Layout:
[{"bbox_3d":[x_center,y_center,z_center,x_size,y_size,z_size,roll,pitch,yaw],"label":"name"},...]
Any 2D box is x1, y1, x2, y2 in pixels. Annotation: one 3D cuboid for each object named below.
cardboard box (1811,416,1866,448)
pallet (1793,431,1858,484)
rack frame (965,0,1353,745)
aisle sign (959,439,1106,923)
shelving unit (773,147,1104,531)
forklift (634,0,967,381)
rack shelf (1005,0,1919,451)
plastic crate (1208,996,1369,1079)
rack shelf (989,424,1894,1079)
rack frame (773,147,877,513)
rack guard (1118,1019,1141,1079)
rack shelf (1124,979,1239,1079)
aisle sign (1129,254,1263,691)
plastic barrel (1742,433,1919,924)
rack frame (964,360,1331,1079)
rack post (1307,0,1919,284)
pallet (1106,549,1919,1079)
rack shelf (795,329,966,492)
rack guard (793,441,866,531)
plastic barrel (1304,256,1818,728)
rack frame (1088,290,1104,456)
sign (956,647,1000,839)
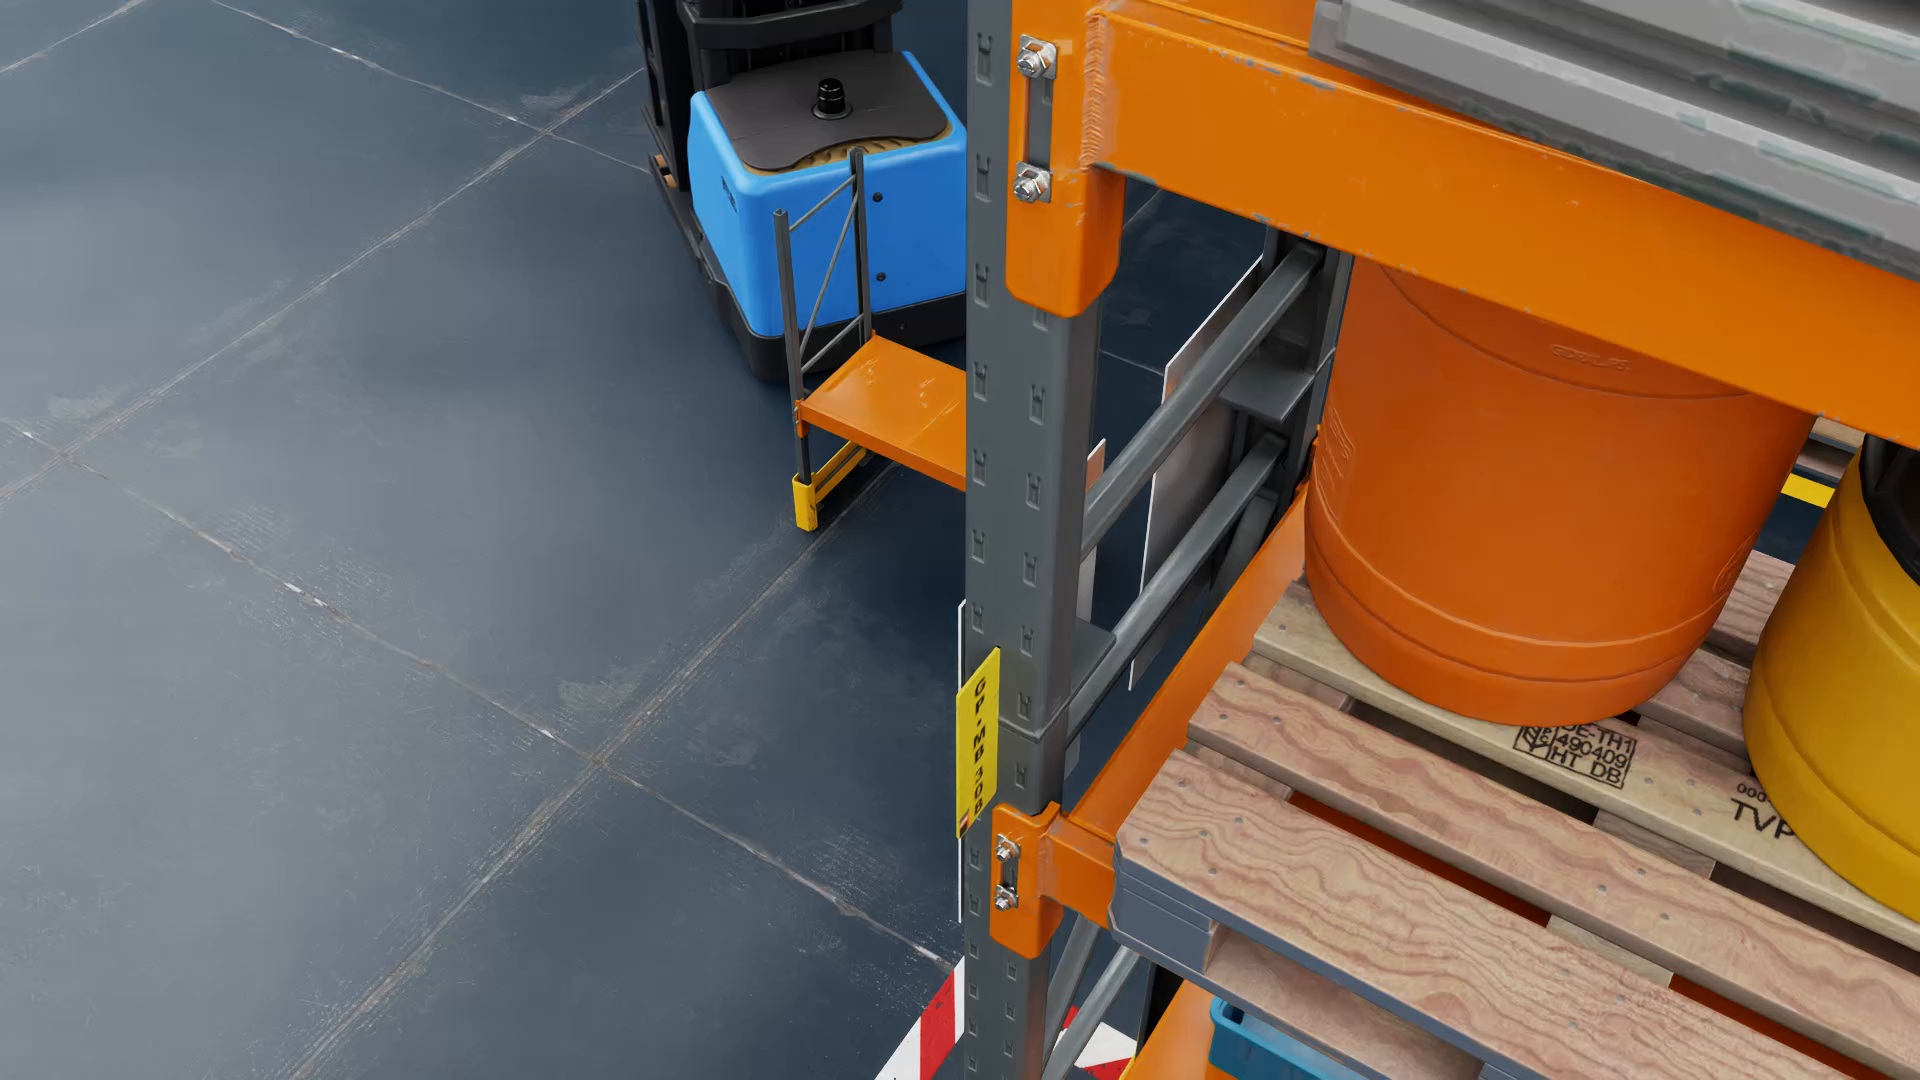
[{"bbox_3d":[3.756,-0.642,6.906,0.500,0.250,0.500,25,51,22],"label":"cardboard box"},{"bbox_3d":[3.668,-0.744,7.326,1.213,0.211,1.003,25,51,22],"label":"pallet"},{"bbox_3d":[0.325,-1.089,1.533,0.127,3.000,1.000,25,51,22],"label":"rack frame"},{"bbox_3d":[0.106,0.245,2.608,0.004,0.787,0.394,25,51,22],"label":"aisle sign"},{"bbox_3d":[-0.064,-0.552,6.241,1.083,1.500,0.587,25,51,22],"label":"shelving unit"},{"bbox_3d":[-0.940,-2.796,7.424,1.130,2.935,3.031,-16,48,-15],"label":"forklift"},{"bbox_3d":[2.008,0.076,1.182,4.000,0.370,1.077,25,51,22],"label":"rack shelf"},{"bbox_3d":[0.908,1.067,3.725,0.616,0.251,0.499,25,51,22],"label":"plastic crate"},{"bbox_3d":[2.008,0.982,2.115,4.000,0.370,1.077,25,51,22],"label":"rack shelf"},{"bbox_3d":[-0.500,-0.753,6.435,0.032,1.500,0.500,25,51,22],"label":"rack frame"},{"bbox_3d":[0.414,1.874,4.580,0.348,0.500,1.175,25,51,22],"label":"rack guard"},{"bbox_3d":[2.008,2.027,3.190,4.000,0.370,1.077,25,51,22],"label":"rack shelf"},{"bbox_3d":[0.424,-0.111,2.954,0.004,0.787,0.394,25,51,22],"label":"aisle sign"},{"bbox_3d":[1.353,0.109,2.037,0.600,0.588,0.600,0,46,0],"label":"plastic barrel"},{"bbox_3d":[0.325,1.002,3.685,0.127,3.000,1.000,25,51,22],"label":"rack frame"},{"bbox_3d":[0.892,-0.545,1.354,0.954,0.300,0.937,30,53,26],"label":"rack post"},{"bbox_3d":[0.968,0.402,2.308,1.213,0.211,1.003,25,51,22],"label":"pallet"},{"bbox_3d":[-0.072,-0.430,6.373,1.000,0.185,0.538,25,51,22],"label":"rack shelf"},{"bbox_3d":[-0.483,-0.309,6.876,0.087,0.250,0.587,25,51,22],"label":"rack guard"},{"bbox_3d":[0.802,-0.228,2.196,0.708,0.830,0.600,25,51,22],"label":"plastic barrel"},{"bbox_3d":[0.356,-0.359,6.053,0.032,1.500,0.500,25,51,22],"label":"rack frame"},{"bbox_3d":[0.024,0.284,2.285,0.005,0.325,0.100,25,51,22],"label":"sign"}]
